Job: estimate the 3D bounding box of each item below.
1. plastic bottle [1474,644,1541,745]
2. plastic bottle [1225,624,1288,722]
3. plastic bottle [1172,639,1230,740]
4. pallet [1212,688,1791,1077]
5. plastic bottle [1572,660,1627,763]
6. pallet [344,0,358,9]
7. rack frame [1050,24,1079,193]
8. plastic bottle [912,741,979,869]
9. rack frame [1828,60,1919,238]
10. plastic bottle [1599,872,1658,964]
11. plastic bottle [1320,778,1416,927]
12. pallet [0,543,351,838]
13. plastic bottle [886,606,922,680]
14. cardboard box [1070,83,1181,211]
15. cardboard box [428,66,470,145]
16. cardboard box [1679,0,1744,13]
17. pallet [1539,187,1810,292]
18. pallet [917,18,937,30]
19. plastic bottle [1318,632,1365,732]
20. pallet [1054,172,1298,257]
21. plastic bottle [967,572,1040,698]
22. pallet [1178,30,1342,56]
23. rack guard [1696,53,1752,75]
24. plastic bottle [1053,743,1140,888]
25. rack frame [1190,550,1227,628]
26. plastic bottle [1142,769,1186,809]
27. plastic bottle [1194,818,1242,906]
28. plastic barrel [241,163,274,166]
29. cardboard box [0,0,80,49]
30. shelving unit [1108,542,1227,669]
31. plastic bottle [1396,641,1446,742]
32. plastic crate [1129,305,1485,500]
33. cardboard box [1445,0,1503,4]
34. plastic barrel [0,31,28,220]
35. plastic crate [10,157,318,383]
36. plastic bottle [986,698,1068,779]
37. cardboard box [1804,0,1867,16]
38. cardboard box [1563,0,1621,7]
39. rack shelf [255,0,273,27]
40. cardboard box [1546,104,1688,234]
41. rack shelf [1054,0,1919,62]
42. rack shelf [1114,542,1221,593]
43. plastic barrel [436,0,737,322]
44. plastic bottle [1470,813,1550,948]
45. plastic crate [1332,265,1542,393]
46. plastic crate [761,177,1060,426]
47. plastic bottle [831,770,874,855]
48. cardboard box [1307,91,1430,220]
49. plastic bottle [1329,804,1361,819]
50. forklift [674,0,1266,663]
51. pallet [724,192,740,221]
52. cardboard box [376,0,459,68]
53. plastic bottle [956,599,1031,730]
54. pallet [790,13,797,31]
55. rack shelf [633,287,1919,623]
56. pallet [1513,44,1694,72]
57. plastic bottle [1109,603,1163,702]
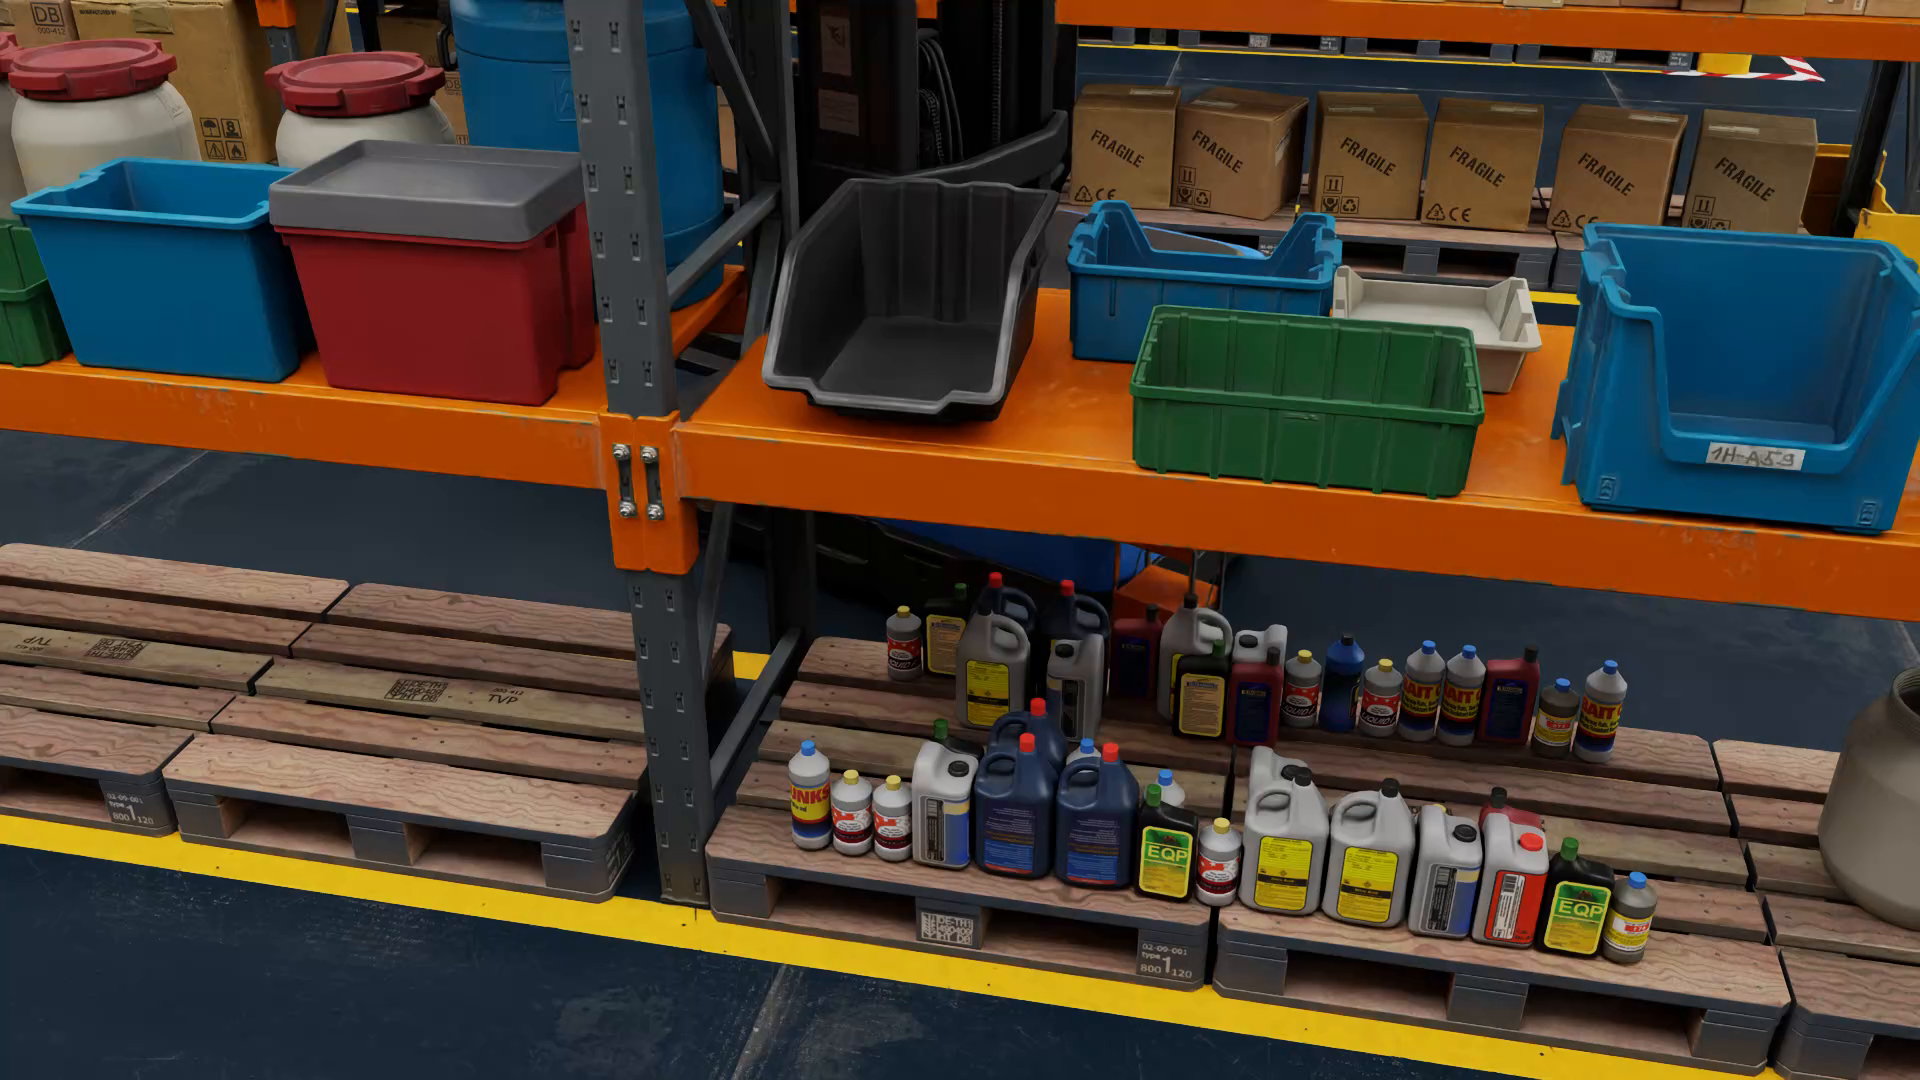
[{"bbox_3d":[1.413,0.392,4.282,0.133,0.283,0.061,6,29,11],"label":"plastic bottle"},{"bbox_3d":[0.778,0.352,4.361,0.135,0.276,0.152,6,29,11],"label":"plastic bottle"},{"bbox_3d":[0.624,0.381,4.300,0.133,0.283,0.061,6,29,11],"label":"plastic bottle"},{"bbox_3d":[1.271,0.783,4.100,1.213,0.211,1.003,6,29,11],"label":"pallet"},{"bbox_3d":[1.630,0.428,4.227,0.097,0.271,0.097,0,29,0],"label":"plastic bottle"},{"bbox_3d":[-5.467,-4.796,14.290,1.213,0.211,1.003,6,29,11],"label":"pallet"},{"bbox_3d":[0.461,-2.975,8.060,0.127,3.000,1.000,6,29,11],"label":"rack frame"},{"bbox_3d":[-0.032,0.610,3.889,0.135,0.276,0.152,7,29,12],"label":"plastic bottle"},{"bbox_3d":[4.373,-2.574,7.327,0.127,3.000,1.000,6,29,11],"label":"rack frame"},{"bbox_3d":[1.451,0.809,3.605,0.097,0.201,0.097,0,29,0],"label":"plastic bottle"},{"bbox_3d":[0.911,0.676,3.691,0.185,0.351,0.144,7,29,13],"label":"plastic bottle"},{"bbox_3d":[-2.546,0.393,4.813,1.213,0.211,1.003,6,29,11],"label":"pallet"},{"bbox_3d":[-0.154,0.276,4.578,0.097,0.201,0.097,0,29,0],"label":"plastic bottle"},{"bbox_3d":[0.844,-2.004,8.452,0.500,0.500,0.500,5,29,9],"label":"cardboard box"},{"bbox_3d":[-2.792,-2.415,9.182,0.500,0.500,0.700,4,29,8],"label":"cardboard box"},{"bbox_3d":[3.310,-2.454,7.370,0.250,0.149,0.380,6,29,11],"label":"cardboard box"},{"bbox_3d":[3.511,-1.456,8.190,1.213,0.211,1.003,6,29,11],"label":"pallet"},{"bbox_3d":[-0.372,-4.234,13.264,1.213,0.211,1.003,6,29,11],"label":"pallet"},{"bbox_3d":[0.999,0.363,4.346,0.097,0.271,0.097,0,29,0],"label":"plastic bottle"},{"bbox_3d":[1.125,-1.701,8.637,1.213,0.211,1.003,6,29,11],"label":"pallet"},{"bbox_3d":[0.116,0.250,4.471,0.185,0.351,0.144,5,29,9],"label":"plastic bottle"},{"bbox_3d":[2.323,-3.958,12.759,1.213,0.211,1.003,6,29,11],"label":"pallet"},{"bbox_3d":[5.531,-3.794,12.159,0.348,0.500,1.175,6,29,11],"label":"rack guard"},{"bbox_3d":[0.314,0.615,3.803,0.185,0.351,0.144,5,29,8],"label":"plastic bottle"},{"bbox_3d":[0.695,0.021,4.619,0.008,1.050,0.200,19,34,31],"label":"rack frame"},{"bbox_3d":[0.465,0.647,3.828,0.097,0.271,0.097,0,29,0],"label":"plastic bottle"},{"bbox_3d":[0.586,0.720,3.767,0.097,0.201,0.097,0,29,0],"label":"plastic bottle"},{"bbox_3d":[-1.836,-0.793,4.218,0.301,0.262,0.301,0,29,0],"label":"plastic barrel"},{"bbox_3d":[-4.992,-2.800,9.516,0.875,0.875,1.225,6,29,11],"label":"cardboard box"},{"bbox_3d":[0.596,-0.014,4.681,0.252,1.050,0.215,19,34,31],"label":"shelving unit"},{"bbox_3d":[1.197,0.384,4.309,0.097,0.271,0.097,0,29,0],"label":"plastic bottle"},{"bbox_3d":[0.695,-0.287,3.371,0.662,0.188,0.450,6,29,11],"label":"plastic crate"},{"bbox_3d":[2.332,-2.554,7.553,0.250,0.149,0.380,6,29,11],"label":"cardboard box"},{"bbox_3d":[-2.604,-1.024,4.356,0.433,0.535,0.433,0,29,0],"label":"plastic barrel"},{"bbox_3d":[-1.717,-0.606,3.750,0.575,0.384,0.392,6,29,11],"label":"plastic crate"},{"bbox_3d":[0.159,0.528,3.962,0.185,0.351,0.144,6,29,11],"label":"plastic bottle"},{"bbox_3d":[3.806,-2.420,7.309,0.250,0.149,0.380,6,29,11],"label":"cardboard box"},{"bbox_3d":[2.825,-2.513,7.478,0.250,0.149,0.380,6,29,11],"label":"cardboard box"},{"bbox_3d":[-5.407,-3.261,9.332,4.000,0.370,1.077,6,29,11],"label":"rack shelf"},{"bbox_3d":[3.174,-1.776,8.036,0.500,0.500,0.500,14,32,24],"label":"cardboard box"},{"bbox_3d":[2.417,-2.459,7.866,4.000,0.370,1.077,6,29,11],"label":"rack shelf"},{"bbox_3d":[0.596,-0.004,4.686,0.240,0.259,0.215,19,34,31],"label":"rack shelf"},{"bbox_3d":[-0.888,-1.050,4.021,0.708,0.901,0.600,6,29,11],"label":"plastic barrel"},{"bbox_3d":[1.210,0.738,3.657,0.135,0.276,0.152,6,29,11],"label":"plastic bottle"},{"bbox_3d":[1.067,-0.489,3.794,0.437,0.136,0.530,6,29,11],"label":"plastic crate"},{"bbox_3d":[-0.088,-0.509,3.621,0.504,0.338,0.767,6,29,11],"label":"plastic crate"},{"bbox_3d":[-0.254,0.634,3.925,0.097,0.201,0.097,0,29,0],"label":"plastic bottle"},{"bbox_3d":[2.029,-1.924,8.307,0.500,0.500,0.500,3,29,6],"label":"cardboard box"},{"bbox_3d":[0.894,0.681,3.839,0.097,0.201,0.097,0,29,0],"label":"plastic bottle"},{"bbox_3d":[-0.514,-1.457,5.358,3.031,2.935,1.130,19,34,30],"label":"forklift"},{"bbox_3d":[-1.498,-1.950,9.092,1.213,0.211,1.003,6,29,11],"label":"pallet"},{"bbox_3d":[-2.790,-2.748,9.010,0.500,0.250,0.500,7,29,13],"label":"cardboard box"},{"bbox_3d":[0.086,0.317,4.347,0.185,0.351,0.144,6,29,11],"label":"plastic bottle"},{"bbox_3d":[-1.561,-4.357,13.489,1.213,0.211,1.003,6,29,11],"label":"pallet"},{"bbox_3d":[1.382,-0.133,3.618,4.000,0.370,1.077,6,29,11],"label":"rack shelf"},{"bbox_3d":[4.709,-3.713,12.312,1.213,0.211,1.003,6,29,11],"label":"pallet"},{"bbox_3d":[0.472,0.295,4.458,0.133,0.283,0.061,8,30,14],"label":"plastic bottle"}]
